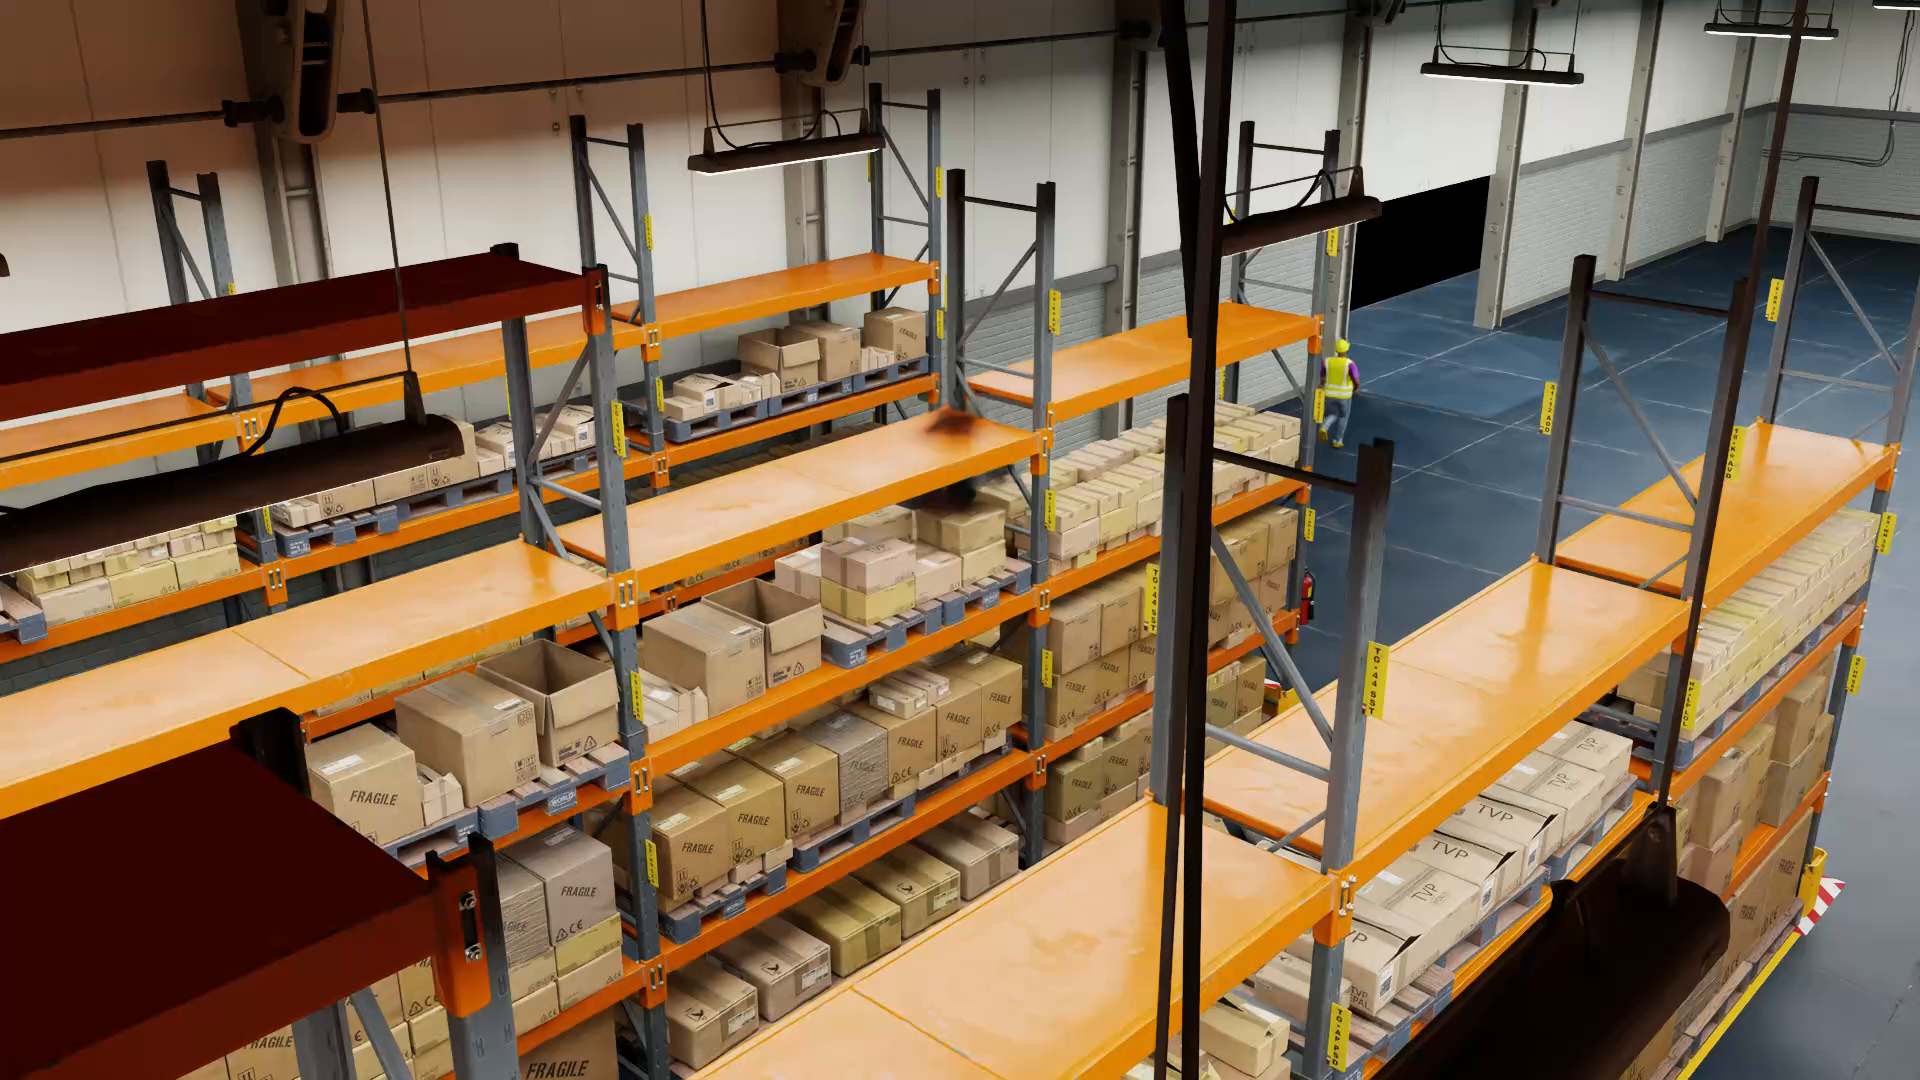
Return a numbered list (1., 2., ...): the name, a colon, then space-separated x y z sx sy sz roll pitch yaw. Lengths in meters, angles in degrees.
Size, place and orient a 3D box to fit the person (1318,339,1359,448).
1. person: 5.751 -2.197 25.322 0.701 1.737 0.722 13 25 30
